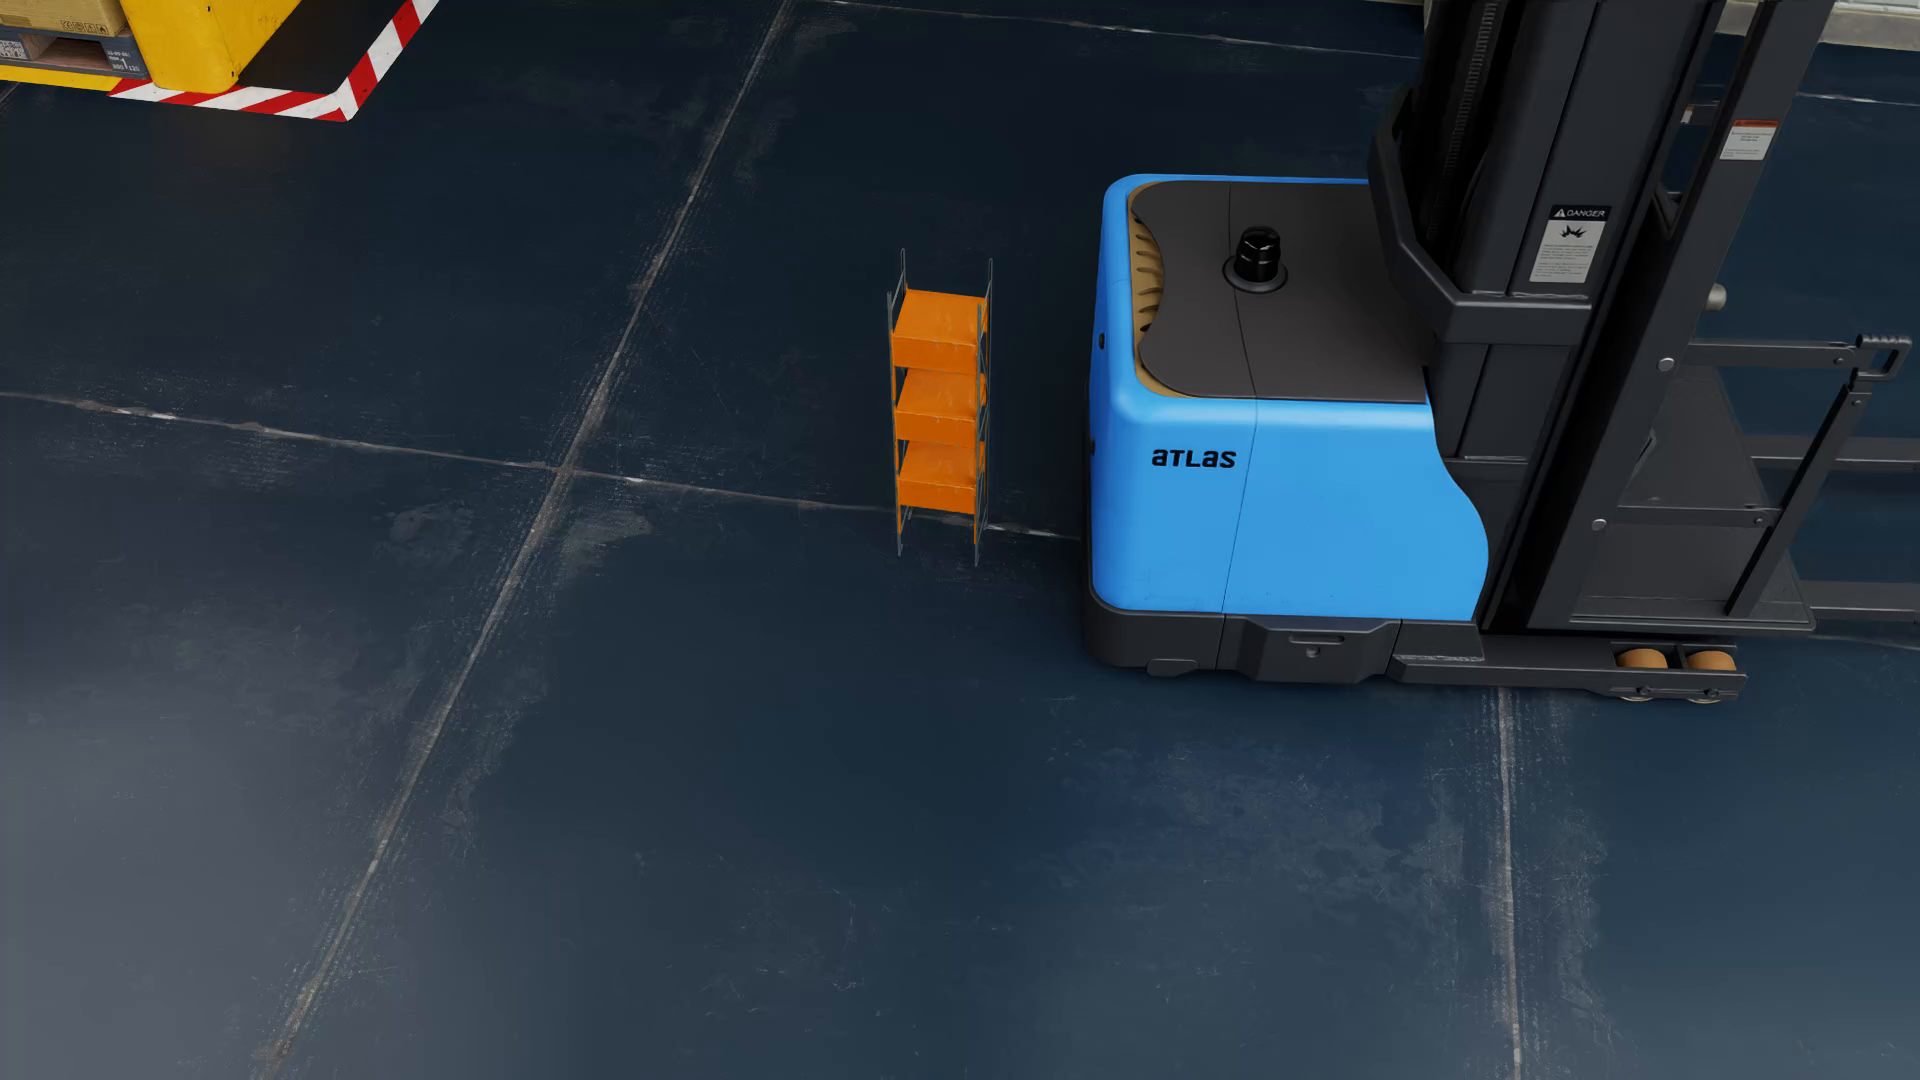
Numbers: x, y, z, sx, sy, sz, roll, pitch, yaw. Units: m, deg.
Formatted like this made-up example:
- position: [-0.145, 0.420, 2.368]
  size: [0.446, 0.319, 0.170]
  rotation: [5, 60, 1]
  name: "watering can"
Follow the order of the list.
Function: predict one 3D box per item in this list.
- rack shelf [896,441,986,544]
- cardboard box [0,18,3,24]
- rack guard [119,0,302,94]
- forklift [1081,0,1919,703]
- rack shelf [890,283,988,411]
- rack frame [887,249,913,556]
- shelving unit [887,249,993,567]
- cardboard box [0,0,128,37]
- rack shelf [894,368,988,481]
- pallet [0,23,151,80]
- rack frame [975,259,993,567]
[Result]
- position: [-0.053, -0.165, 5.080]
  size: [0.240, 0.259, 0.215]
  rotation: [8, 49, 7]
  name: "rack shelf"
- position: [-4.152, -2.428, 6.982]
  size: [0.500, 0.250, 0.500]
  rotation: [8, 49, 7]
  name: "cardboard box"
- position: [-3.122, -2.465, 7.129]
  size: [0.348, 0.500, 1.175]
  rotation: [8, 49, 7]
  name: "rack guard"
- position: [1.895, -0.913, 4.100]
  size: [3.031, 2.935, 1.130]
  rotation: [2, 48, 2]
  name: "forklift"
- position: [-0.053, -0.541, 4.663]
  size: [0.240, 0.259, 0.215]
  rotation: [8, 49, 7]
  name: "rack shelf"
- position: [-0.173, -0.374, 4.880]
  size: [0.008, 1.050, 0.200]
  rotation: [8, 49, 7]
  name: "rack frame"
- position: [-0.053, -0.358, 4.866]
  size: [0.252, 1.050, 0.215]
  rotation: [8, 49, 7]
  name: "shelving unit"
- position: [-3.664, -2.356, 6.916]
  size: [0.500, 0.250, 0.500]
  rotation: [8, 49, 7]
  name: "cardboard box"
- position: [-0.053, -0.351, 4.874]
  size: [0.240, 0.259, 0.215]
  rotation: [8, 49, 7]
  name: "rack shelf"
- position: [-3.905, -2.442, 7.302]
  size: [1.213, 0.211, 1.003]
  rotation: [8, 49, 7]
  name: "pallet"
- position: [0.067, -0.342, 4.851]
  size: [0.008, 1.050, 0.200]
  rotation: [8, 49, 7]
  name: "rack frame"
